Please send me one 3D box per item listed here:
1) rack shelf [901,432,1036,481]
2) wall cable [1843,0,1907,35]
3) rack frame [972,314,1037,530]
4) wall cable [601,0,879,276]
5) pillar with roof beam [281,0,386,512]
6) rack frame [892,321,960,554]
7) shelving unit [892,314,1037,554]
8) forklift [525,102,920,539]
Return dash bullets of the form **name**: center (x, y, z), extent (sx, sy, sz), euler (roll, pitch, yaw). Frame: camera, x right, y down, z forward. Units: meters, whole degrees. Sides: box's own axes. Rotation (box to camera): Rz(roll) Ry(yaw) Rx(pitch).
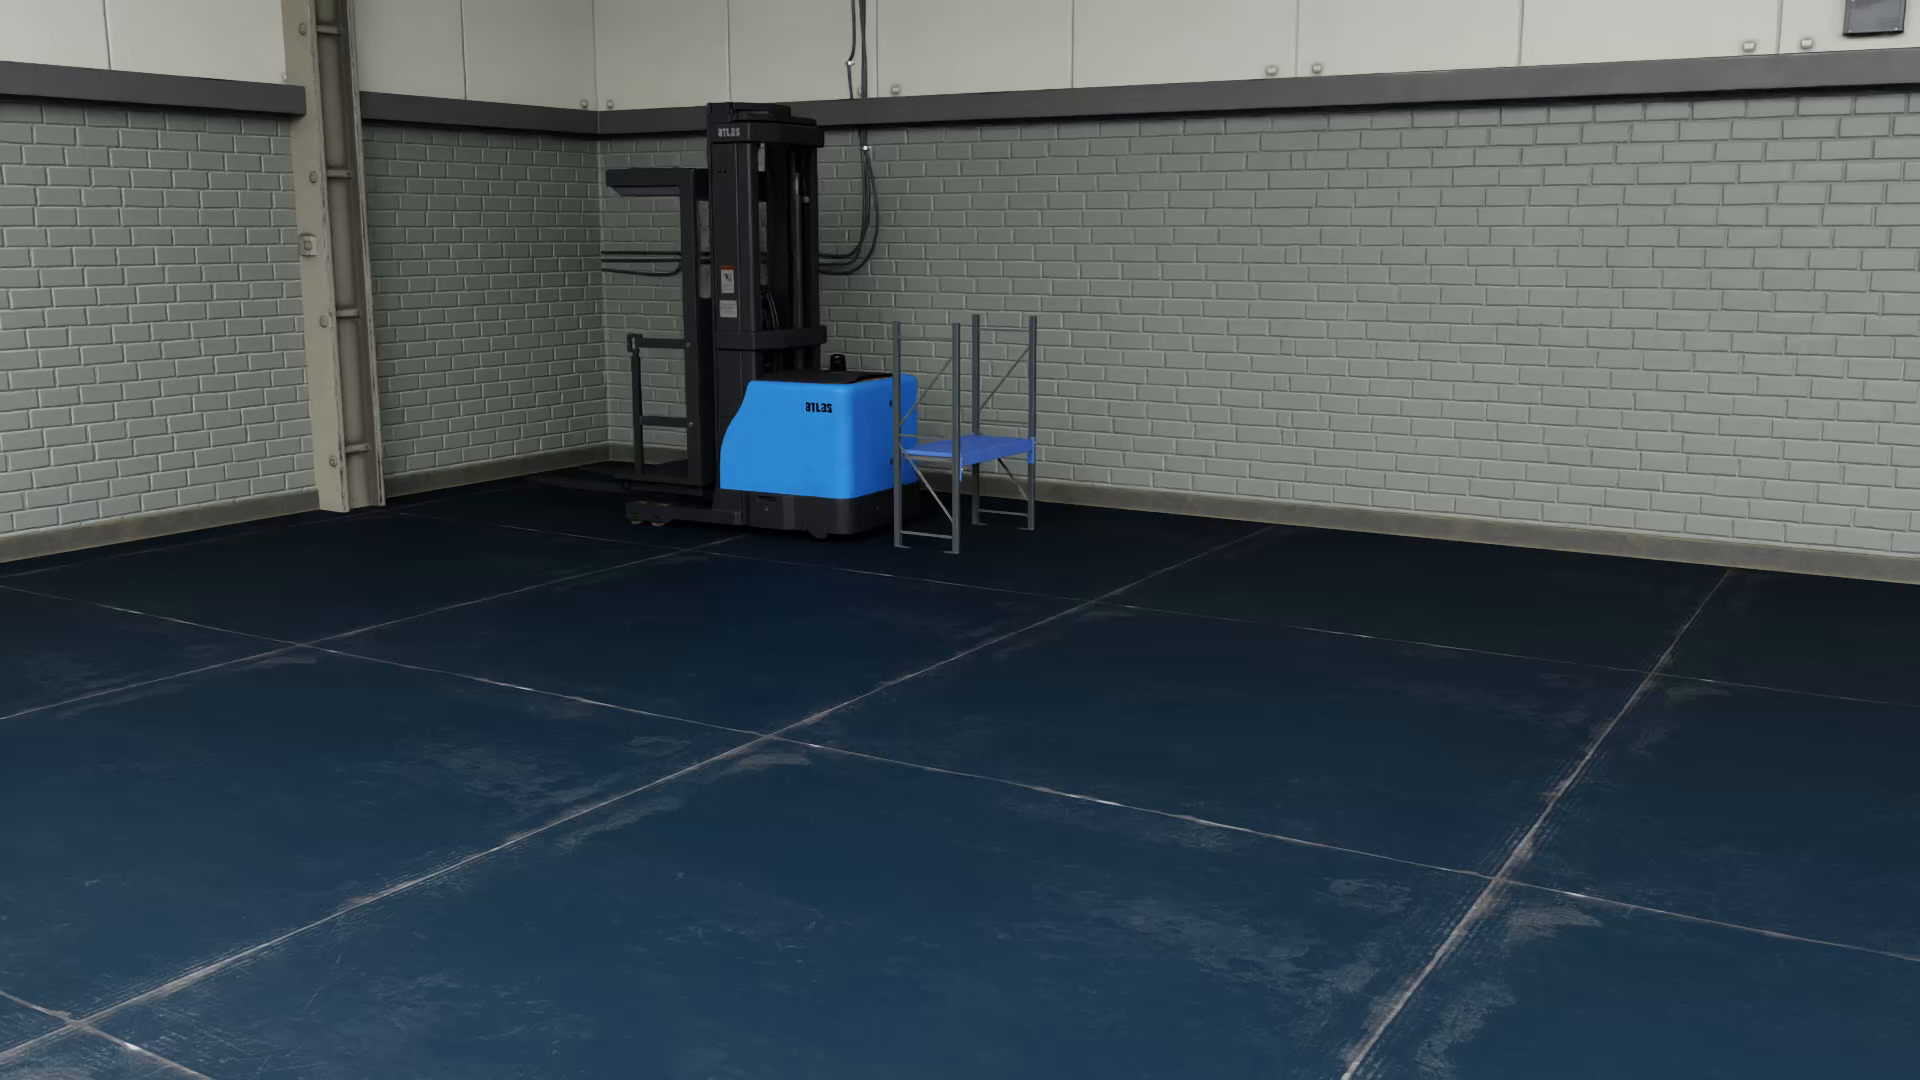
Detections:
- **rack shelf**: center (0.044, -0.574, 11.335), extent (0.538, 0.185, 1.000), euler (6, 12, 31)
- **wall cable**: center (6.115, -5.775, 8.518), extent (2.305, 6.003, 0.169), euler (6, 12, 31)
- **rack frame**: center (0.308, -0.831, 11.729), extent (0.500, 1.500, 0.032), euler (6, 12, 31)
- **wall cable**: center (-1.991, -3.486, 13.974), extent (3.097, 2.526, 0.112), euler (6, 12, 31)
- **pillar with roof beam**: center (-0.971, -4.264, 9.692), extent (9.100, 9.000, 0.400), euler (6, 12, 31)
- **rack frame**: center (-0.220, -0.671, 10.875), extent (0.500, 1.500, 0.032), euler (6, 12, 31)
- **shelving unit**: center (0.044, -0.751, 11.302), extent (0.538, 1.500, 1.048), euler (6, 12, 31)
- **forklift**: center (-1.831, -1.616, 12.034), extent (3.031, 2.935, 1.130), euler (6, 12, 28)
